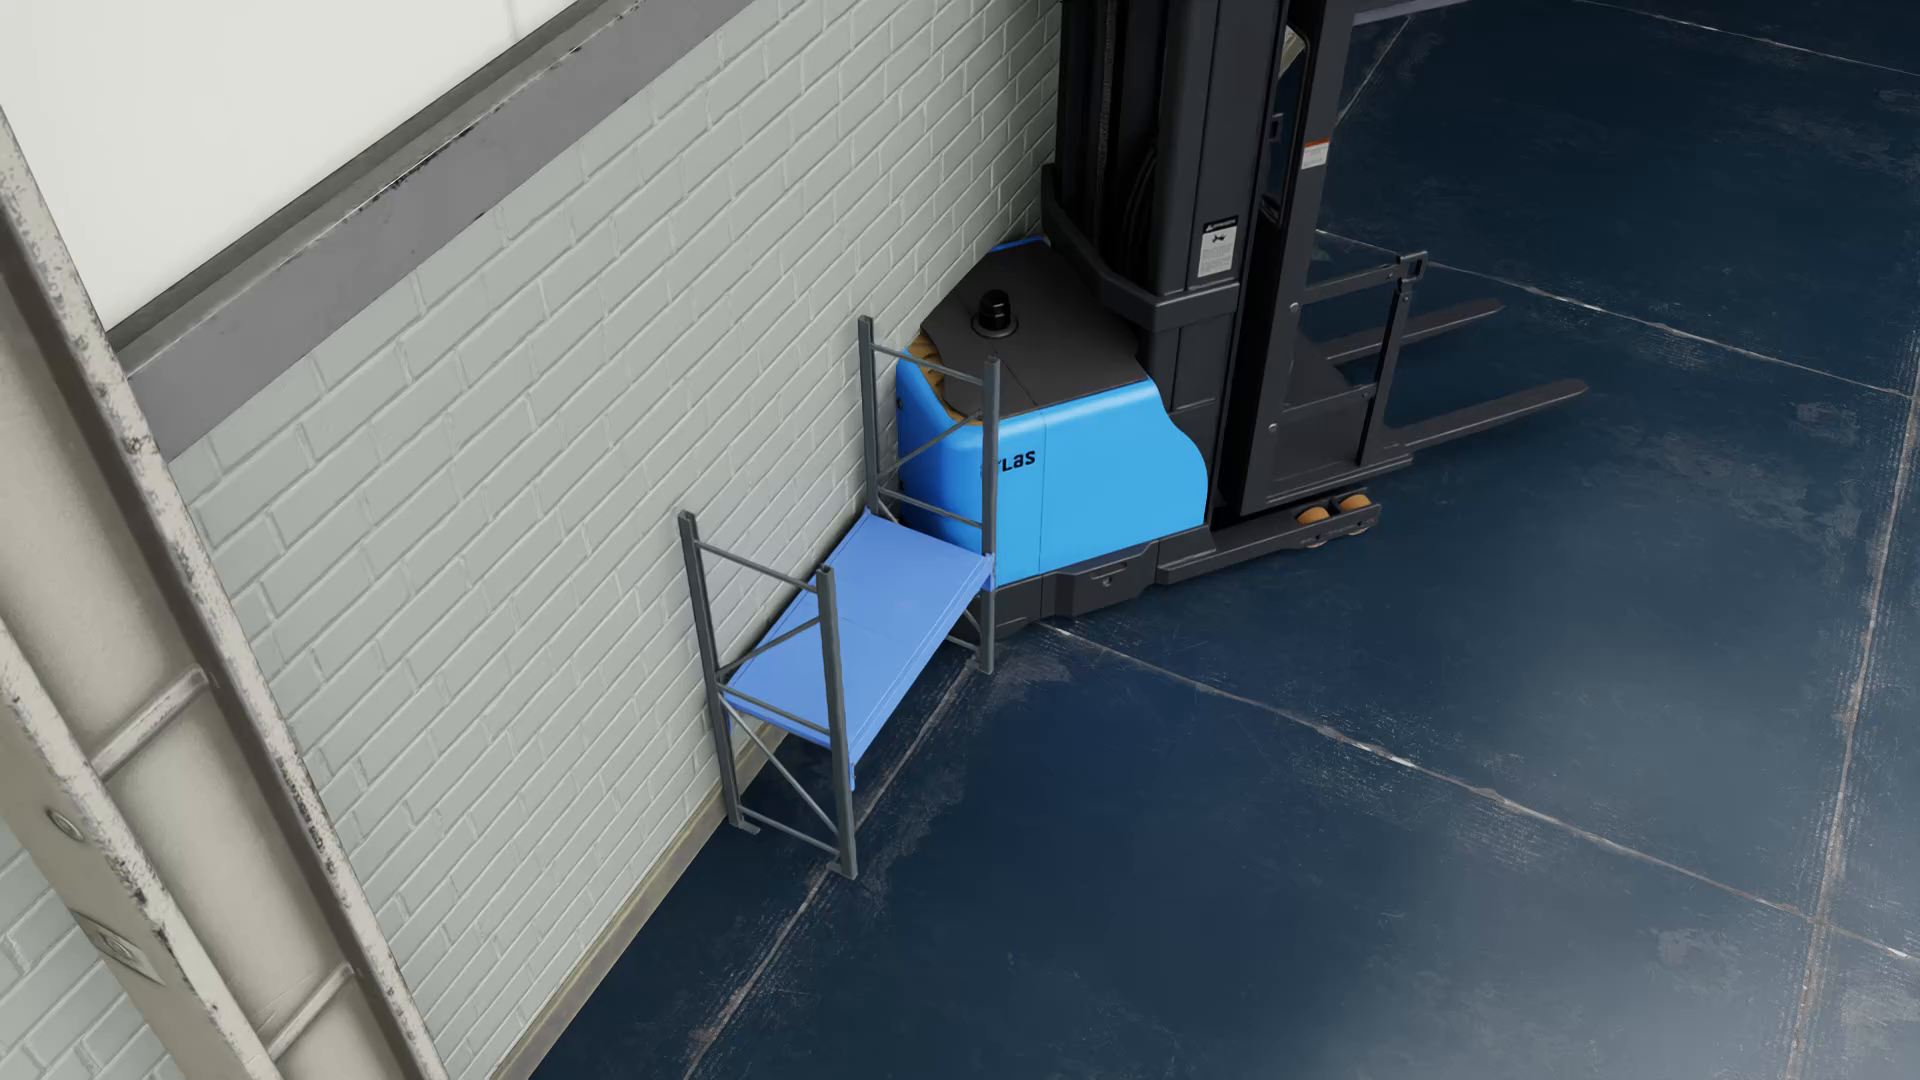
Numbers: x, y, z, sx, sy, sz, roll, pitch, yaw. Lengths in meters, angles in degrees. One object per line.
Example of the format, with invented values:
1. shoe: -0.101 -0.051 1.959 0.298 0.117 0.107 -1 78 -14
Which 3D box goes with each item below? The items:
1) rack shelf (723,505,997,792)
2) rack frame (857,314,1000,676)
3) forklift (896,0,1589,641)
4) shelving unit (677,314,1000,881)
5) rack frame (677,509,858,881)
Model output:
1. rack shelf: -0.338 0.338 5.615 0.538 0.185 1.000 20 49 19
2. rack frame: -0.102 -0.109 5.803 0.500 1.500 0.032 20 49 19
3. forklift: 1.154 -1.331 6.005 3.031 2.935 1.130 -16 48 -16
4. shelving unit: -0.338 0.211 5.487 0.538 1.500 1.048 20 49 19
5. rack frame: -0.574 0.531 5.170 0.500 1.500 0.032 20 49 19
